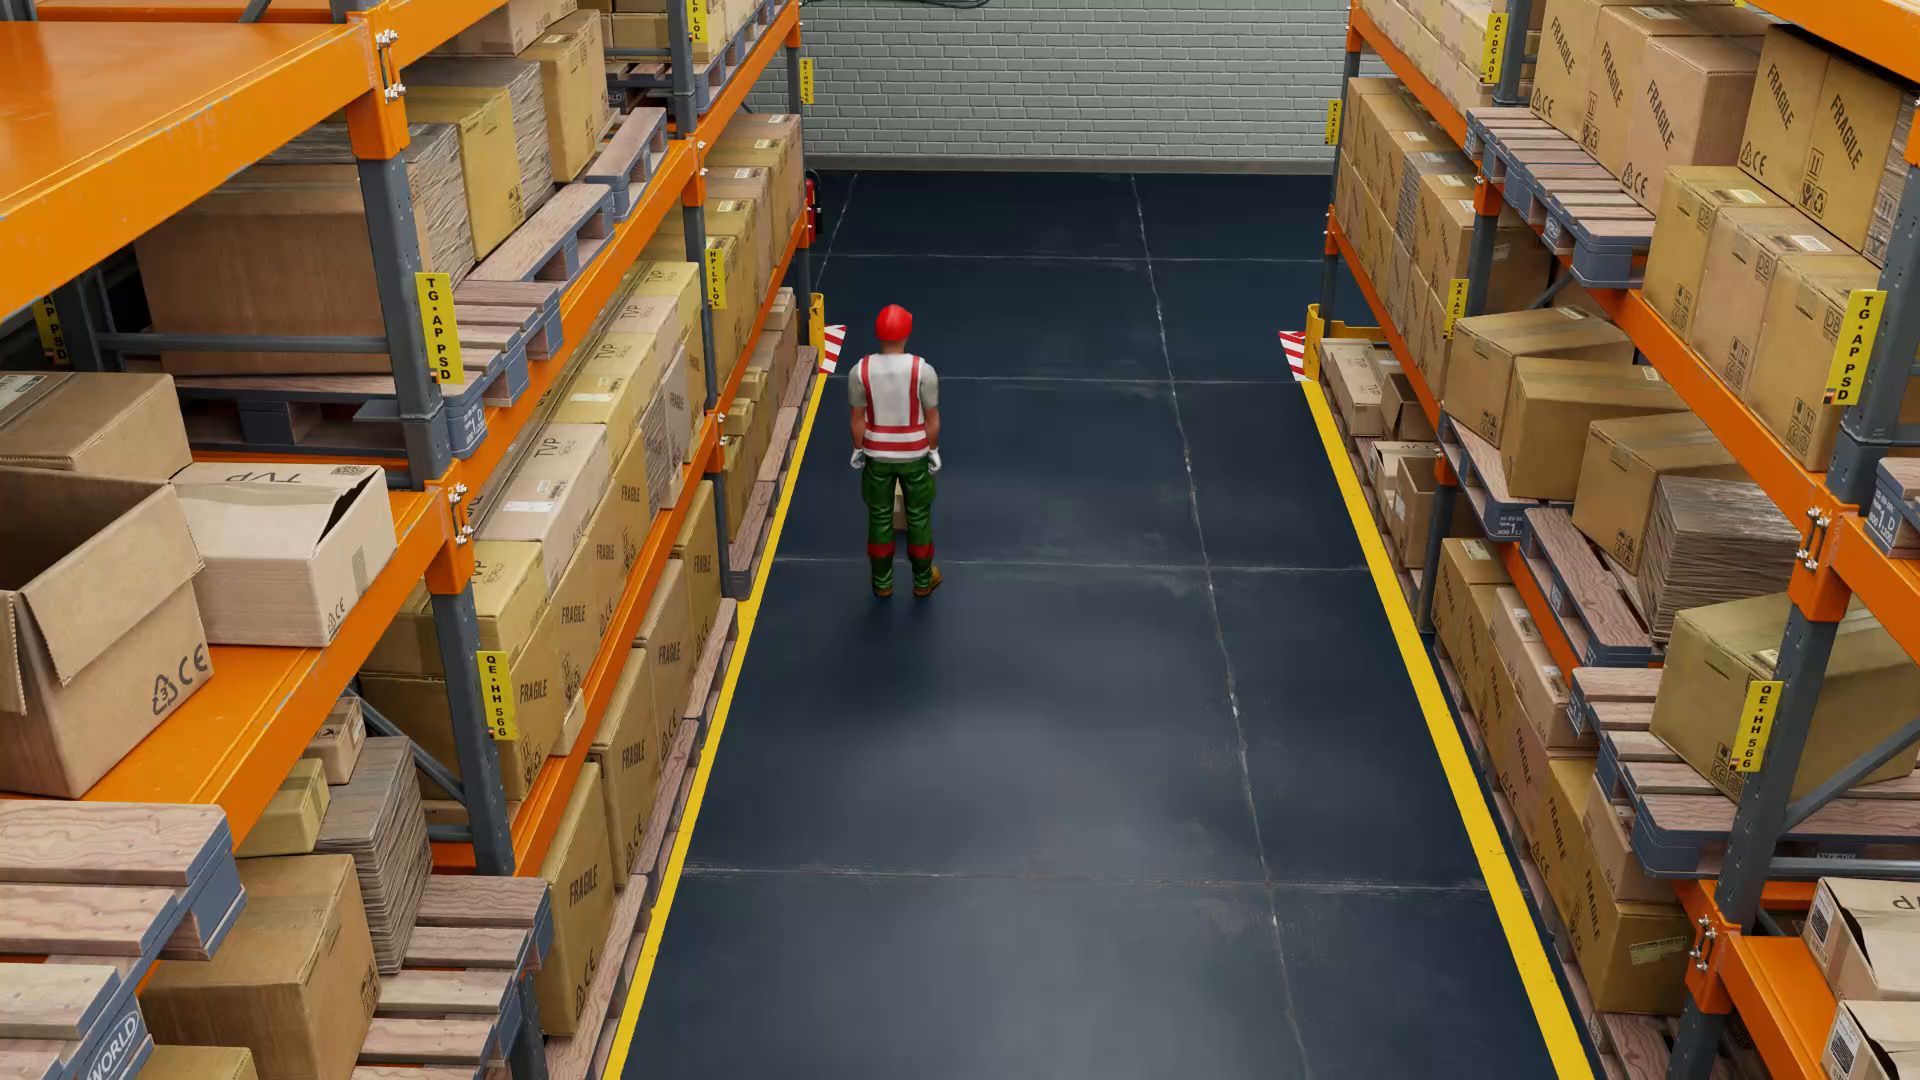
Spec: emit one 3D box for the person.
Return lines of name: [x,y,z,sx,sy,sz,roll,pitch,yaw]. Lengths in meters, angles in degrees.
person: [-0.367,-0.507,9.554,0.526,1.796,0.364,1,28,3]
